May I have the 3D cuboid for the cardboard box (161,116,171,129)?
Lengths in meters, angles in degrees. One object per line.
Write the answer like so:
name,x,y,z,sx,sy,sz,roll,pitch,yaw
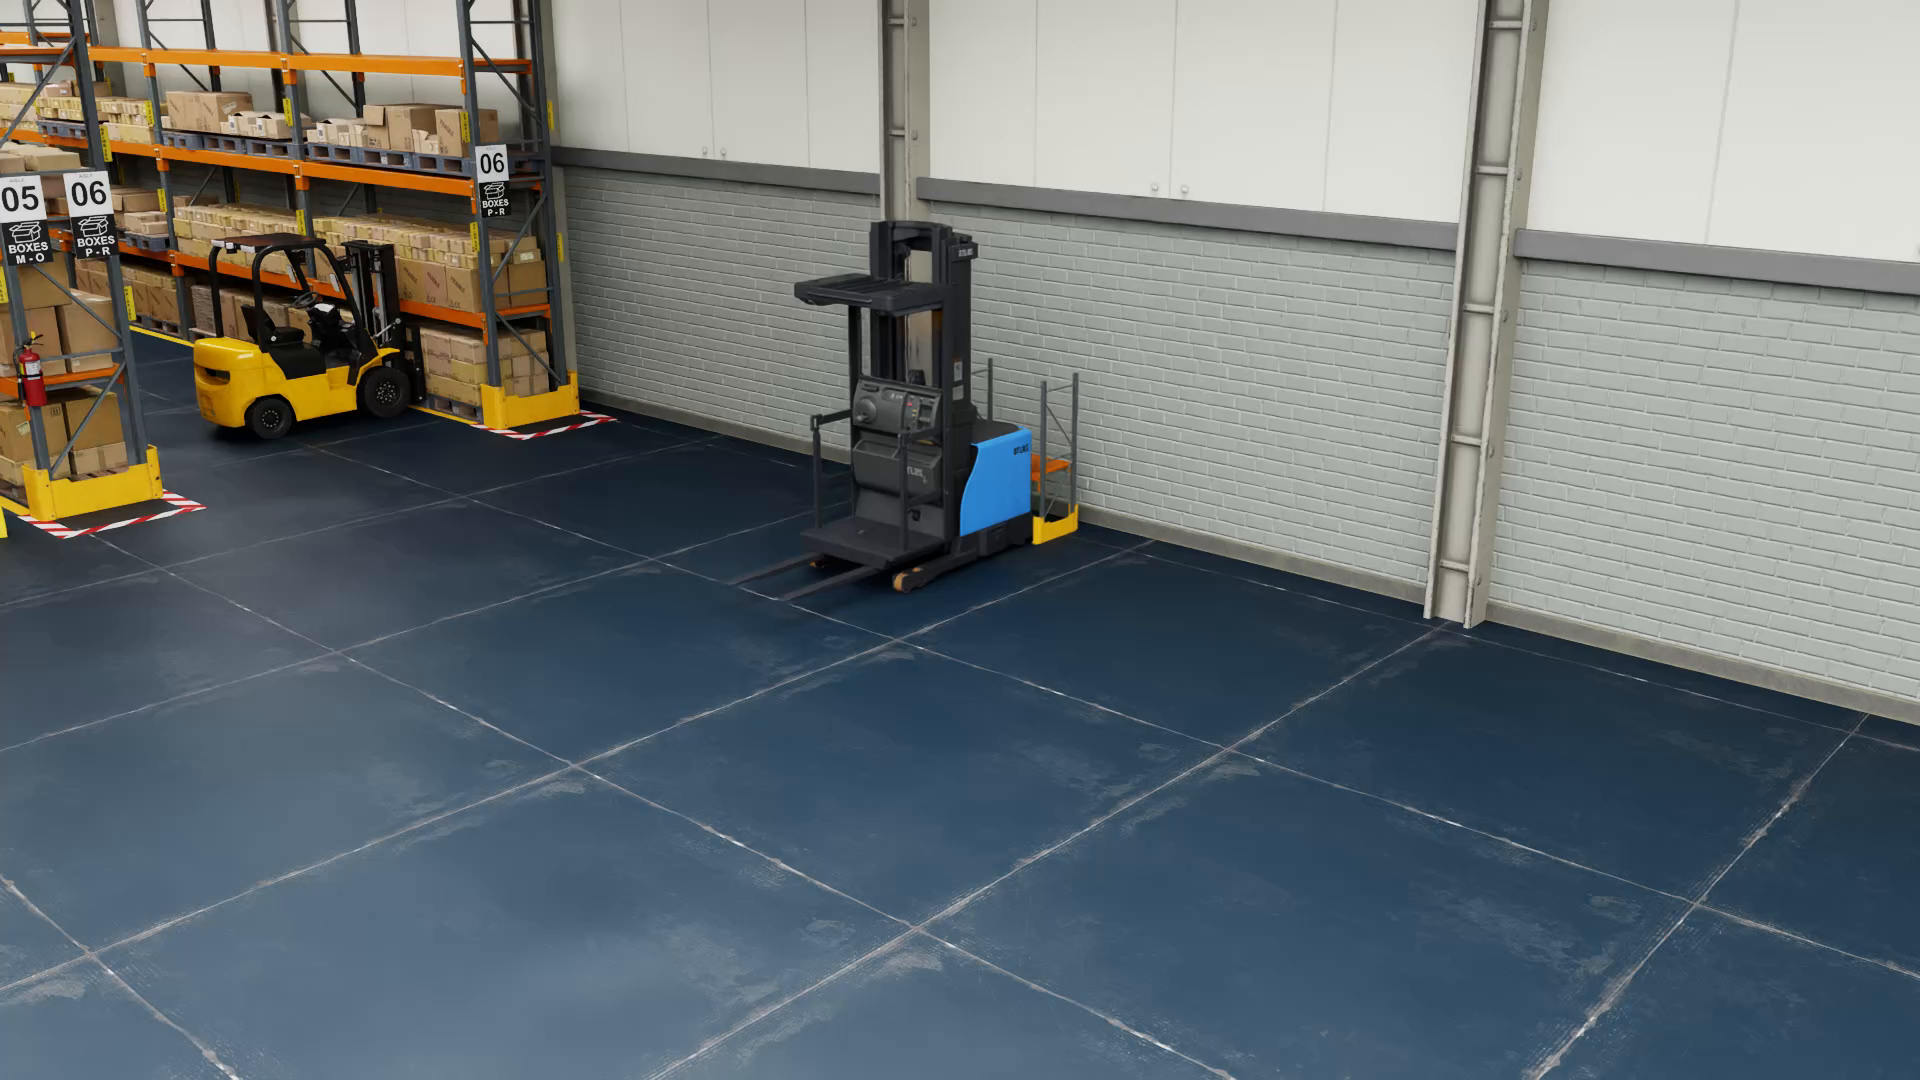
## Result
cardboard box,-11.023,-5.906,23.470,0.250,0.166,0.380,15,23,39

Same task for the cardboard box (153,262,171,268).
cardboard box,-12.442,-4.283,26.154,0.250,0.149,0.380,14,22,37

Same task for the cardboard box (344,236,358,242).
cardboard box,-7.483,-3.745,20.854,0.250,0.149,0.380,16,23,40

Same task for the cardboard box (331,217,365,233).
cardboard box,-7.782,-4.015,21.214,0.250,0.149,0.380,15,23,40

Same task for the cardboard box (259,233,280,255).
cardboard box,-9.017,-3.985,22.269,0.500,0.250,0.500,14,23,38

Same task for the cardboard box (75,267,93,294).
cardboard box,-13.862,-4.143,26.783,0.500,0.500,0.500,16,24,42

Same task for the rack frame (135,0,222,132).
rack frame,-11.082,-7.338,23.497,0.127,3.000,1.000,15,23,39

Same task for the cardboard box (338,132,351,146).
cardboard box,-7.382,-4.920,20.392,0.250,0.149,0.380,16,24,41

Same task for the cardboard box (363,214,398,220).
cardboard box,-7.491,-4.119,21.540,0.250,0.149,0.380,14,23,38

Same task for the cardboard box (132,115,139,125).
cardboard box,-11.868,-6.159,24.328,0.250,0.149,0.380,16,23,40

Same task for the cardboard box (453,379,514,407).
cardboard box,-5.660,-1.785,19.767,0.500,0.250,0.500,15,23,40

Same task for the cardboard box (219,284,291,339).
cardboard box,-10.131,-3.289,23.888,0.625,0.625,0.875,16,24,41

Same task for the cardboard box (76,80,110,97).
cardboard box,-13.580,-7.088,26.044,0.258,0.266,0.396,15,23,39

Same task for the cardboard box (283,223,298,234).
cardboard box,-8.698,-4.099,21.968,0.250,0.149,0.380,15,23,38

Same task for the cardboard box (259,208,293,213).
cardboard box,-9.666,-4.588,23.511,0.250,0.149,0.380,15,23,38

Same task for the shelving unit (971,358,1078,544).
shelving unit,0.510,-0.852,15.454,1.083,1.500,0.587,15,23,39

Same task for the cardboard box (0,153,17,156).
cardboard box,-9.007,-3.501,15.460,0.250,0.149,0.380,16,23,40

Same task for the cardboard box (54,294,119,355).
cardboard box,-8.561,-2.096,16.239,0.500,0.500,0.500,15,23,38

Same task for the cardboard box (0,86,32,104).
cardboard box,-15.370,-7.271,27.172,0.500,0.250,0.500,16,23,40

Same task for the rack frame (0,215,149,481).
rack frame,-8.391,-1.749,15.802,0.127,3.000,1.000,15,23,39

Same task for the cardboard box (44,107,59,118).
cardboard box,-13.944,-6.630,25.779,0.250,0.149,0.380,15,23,40

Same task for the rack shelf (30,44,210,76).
rack shelf,-12.578,-7.206,24.931,4.000,0.370,1.077,15,23,39

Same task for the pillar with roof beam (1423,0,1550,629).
pillar with roof beam,1.097,-2.692,8.857,0.400,9.000,9.100,15,23,39

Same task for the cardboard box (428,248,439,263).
cardboard box,-6.086,-3.399,19.762,0.250,0.149,0.380,15,23,39

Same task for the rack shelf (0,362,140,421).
rack shelf,-9.886,-1.808,17.176,4.000,0.370,1.077,15,23,39

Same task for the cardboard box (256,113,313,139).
cardboard box,-8.793,-5.401,21.639,0.500,0.311,0.500,14,22,38

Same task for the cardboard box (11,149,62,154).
cardboard box,-8.866,-3.668,15.986,0.250,0.149,0.380,15,23,39

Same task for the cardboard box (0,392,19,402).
cardboard box,-9.482,-1.465,16.448,0.250,0.149,0.380,16,24,41

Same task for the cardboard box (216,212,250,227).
cardboard box,-10.067,-4.448,23.070,0.250,0.149,0.380,16,23,40

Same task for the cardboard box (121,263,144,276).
cardboard box,-12.964,-4.220,25.953,0.250,0.149,0.380,16,24,41

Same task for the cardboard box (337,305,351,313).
cardboard box,-7.937,-2.874,21.545,0.500,0.250,0.500,15,23,38

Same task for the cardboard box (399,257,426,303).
cardboard box,-6.406,-3.169,20.111,0.500,0.500,0.500,14,23,38

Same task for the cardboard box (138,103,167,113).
cardboard box,-11.662,-6.248,24.116,0.250,0.149,0.380,14,22,37

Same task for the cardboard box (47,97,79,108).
cardboard box,-13.895,-6.785,25.776,0.250,0.149,0.380,16,23,40

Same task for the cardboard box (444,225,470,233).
cardboard box,-6.108,-3.772,20.448,0.250,0.149,0.380,14,23,38

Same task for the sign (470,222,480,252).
sign,-5.469,-3.417,18.754,0.005,0.325,0.100,15,23,39

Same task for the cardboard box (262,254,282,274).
cardboard box,-9.021,-3.746,22.343,0.500,0.250,0.500,15,23,39

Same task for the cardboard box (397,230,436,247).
cardboard box,-6.528,-3.629,19.997,0.250,0.149,0.380,16,23,40

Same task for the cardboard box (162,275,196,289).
cardboard box,-11.620,-3.839,24.752,0.250,0.149,0.380,14,22,37

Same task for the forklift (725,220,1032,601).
forklift,-0.672,-1.125,13.950,1.130,2.935,3.031,14,22,38

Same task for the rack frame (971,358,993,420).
rack frame,0.136,-0.952,15.770,0.032,1.500,0.500,15,23,39

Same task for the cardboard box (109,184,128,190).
cardboard box,-13.473,-5.278,26.063,0.500,0.500,0.700,15,23,40

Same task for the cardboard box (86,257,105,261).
cardboard box,-13.756,-4.568,26.559,0.250,0.149,0.380,14,22,37

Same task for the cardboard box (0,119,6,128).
cardboard box,-15.710,-6.900,27.489,0.250,0.149,0.380,16,23,40

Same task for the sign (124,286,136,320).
sign,-8.031,-2.284,16.058,0.005,0.325,0.100,15,23,39

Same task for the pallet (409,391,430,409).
pallet,-6.607,-1.933,20.991,1.213,0.211,1.003,15,23,39

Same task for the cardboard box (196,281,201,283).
cardboard box,-11.565,-3.739,25.510,0.500,0.500,0.500,15,23,39

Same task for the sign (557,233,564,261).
sign,-4.726,-3.447,19.592,0.005,0.325,0.100,15,23,39

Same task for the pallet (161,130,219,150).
pallet,-10.515,-5.703,23.613,1.003,0.211,1.213,16,24,42
